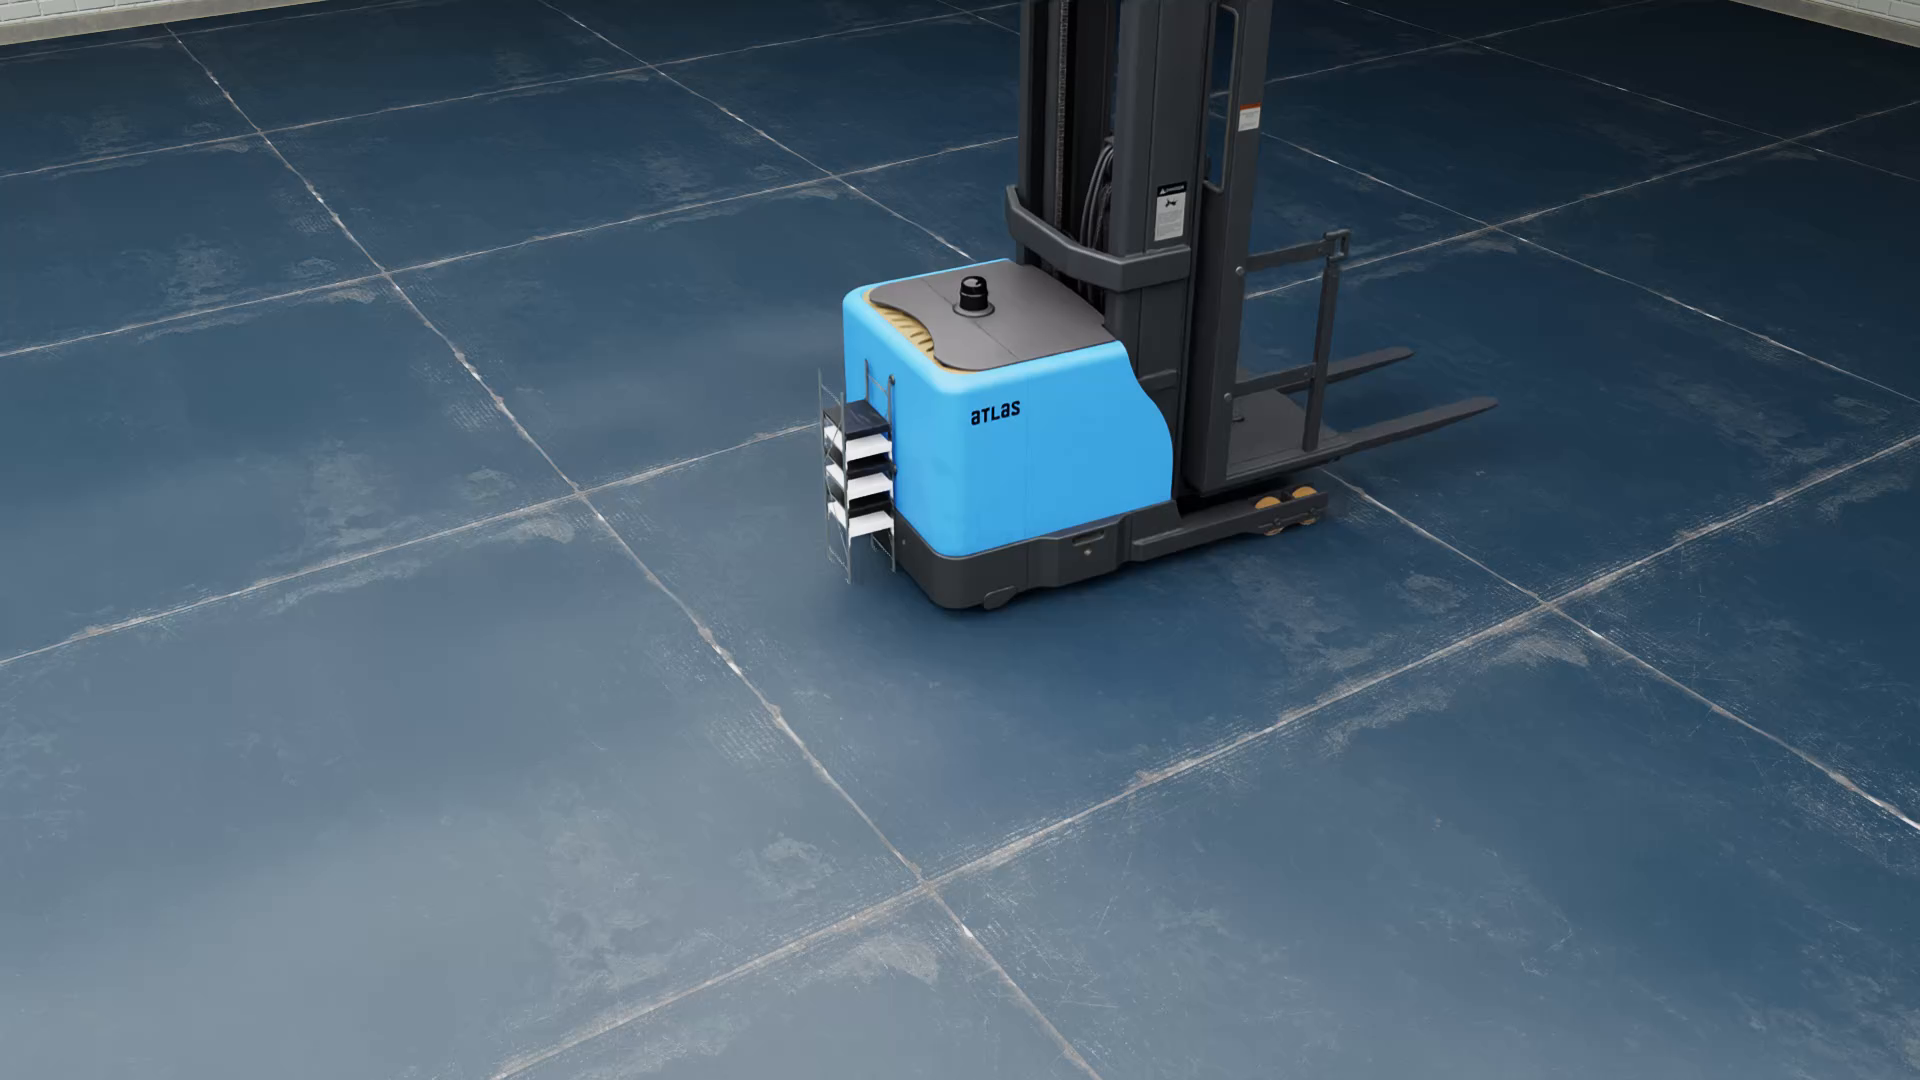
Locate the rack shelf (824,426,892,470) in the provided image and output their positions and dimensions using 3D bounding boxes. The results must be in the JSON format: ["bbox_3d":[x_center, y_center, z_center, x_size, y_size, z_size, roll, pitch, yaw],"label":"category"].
[{"bbox_3d":[-0.420,-0.394,6.756,0.200,0.077,0.258,-15,35,-22],"label":"rack shelf"}]

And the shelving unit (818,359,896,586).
[{"bbox_3d":[-0.420,-0.270,6.834,0.210,0.900,0.258,-15,35,-22],"label":"shelving unit"}]

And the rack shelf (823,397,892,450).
[{"bbox_3d":[-0.420,-0.470,6.708,0.200,0.077,0.258,-15,35,-22],"label":"rack shelf"}]

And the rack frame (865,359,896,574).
[{"bbox_3d":[-0.329,-0.294,6.873,0.006,0.900,0.240,-15,35,-22],"label":"rack frame"}]

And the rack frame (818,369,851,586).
[{"bbox_3d":[-0.510,-0.245,6.796,0.006,0.900,0.240,-15,35,-22],"label":"rack frame"}]

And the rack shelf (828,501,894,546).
[{"bbox_3d":[-0.420,-0.089,6.948,0.200,0.077,0.258,-15,35,-22],"label":"rack shelf"}]

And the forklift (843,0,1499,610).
[{"bbox_3d":[1.052,-1.496,6.874,3.031,2.935,1.130,-15,35,-22],"label":"forklift"}]

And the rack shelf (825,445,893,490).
[{"bbox_3d":[-0.420,-0.318,6.804,0.200,0.077,0.258,-15,35,-22],"label":"rack shelf"}]

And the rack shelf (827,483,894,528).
[{"bbox_3d":[-0.420,-0.166,6.900,0.200,0.077,0.258,-15,35,-22],"label":"rack shelf"}]

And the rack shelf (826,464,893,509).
[{"bbox_3d":[-0.420,-0.242,6.852,0.200,0.077,0.258,-15,35,-22],"label":"rack shelf"}]
